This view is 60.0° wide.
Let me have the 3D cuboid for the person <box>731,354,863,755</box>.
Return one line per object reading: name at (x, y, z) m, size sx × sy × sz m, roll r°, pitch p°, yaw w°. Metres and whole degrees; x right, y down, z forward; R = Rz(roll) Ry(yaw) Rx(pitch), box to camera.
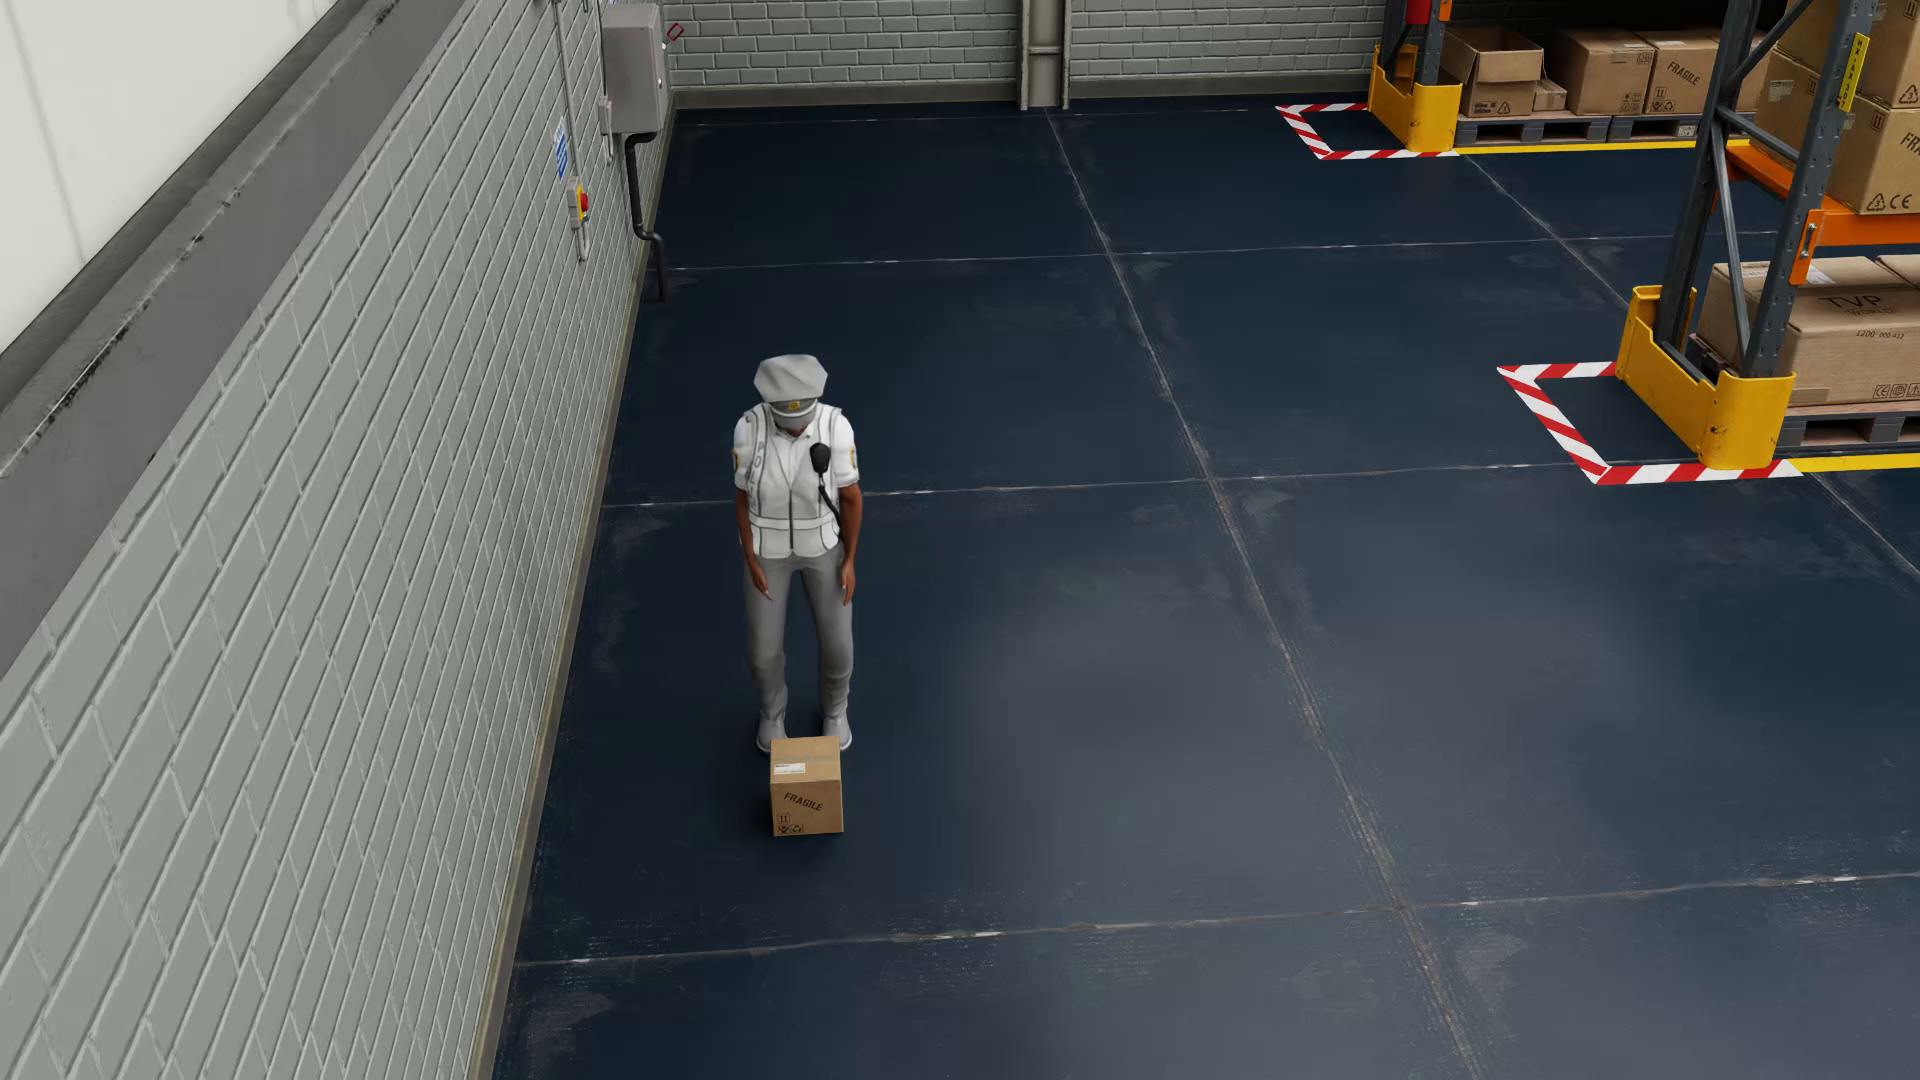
person at (-0.578, 0.064, 6.078) m, size 0.457 × 1.624 × 0.442 m, roll -2°, pitch 31°, yaw -3°
